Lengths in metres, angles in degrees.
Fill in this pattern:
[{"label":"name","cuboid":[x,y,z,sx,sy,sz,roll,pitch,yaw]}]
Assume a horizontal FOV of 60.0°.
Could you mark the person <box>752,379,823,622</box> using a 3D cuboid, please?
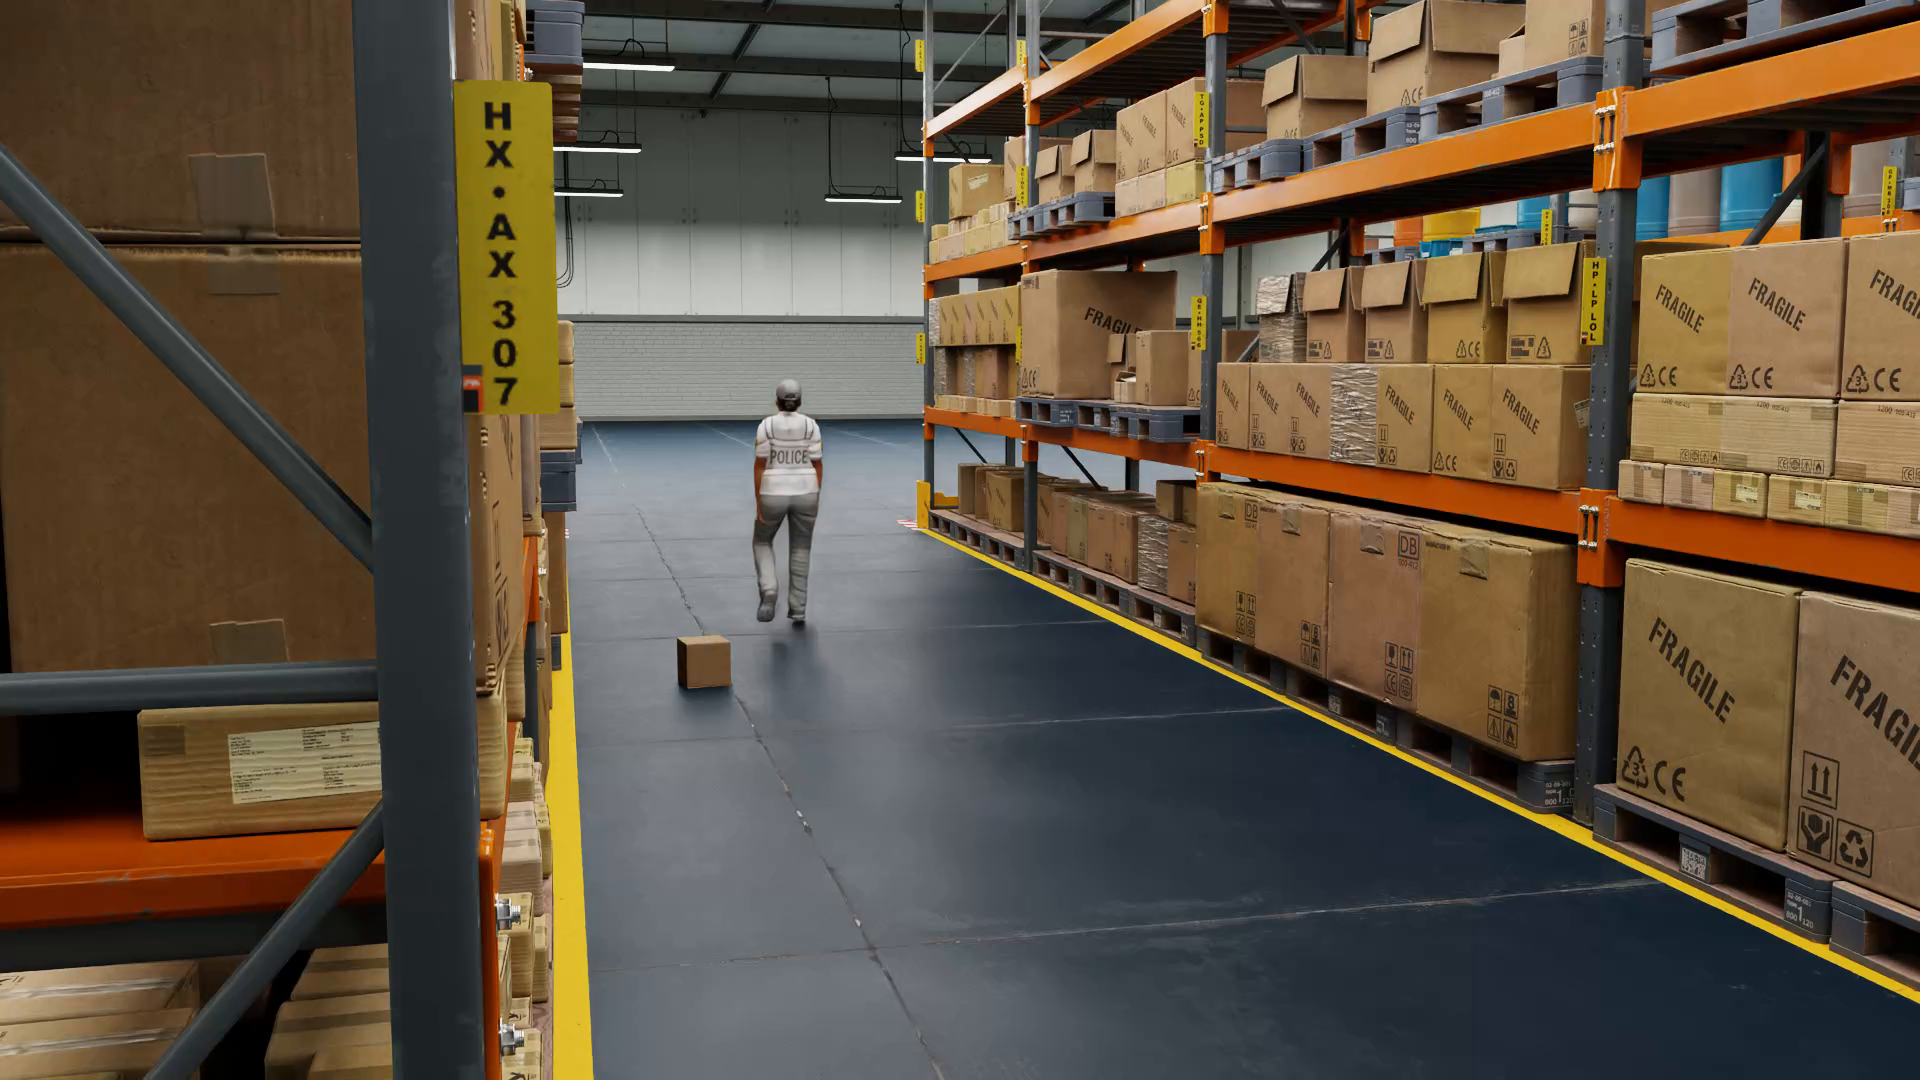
[{"label":"person","cuboid":[-1.194,-0.268,11.527,0.479,1.687,0.457,-1,6,-11]}]
